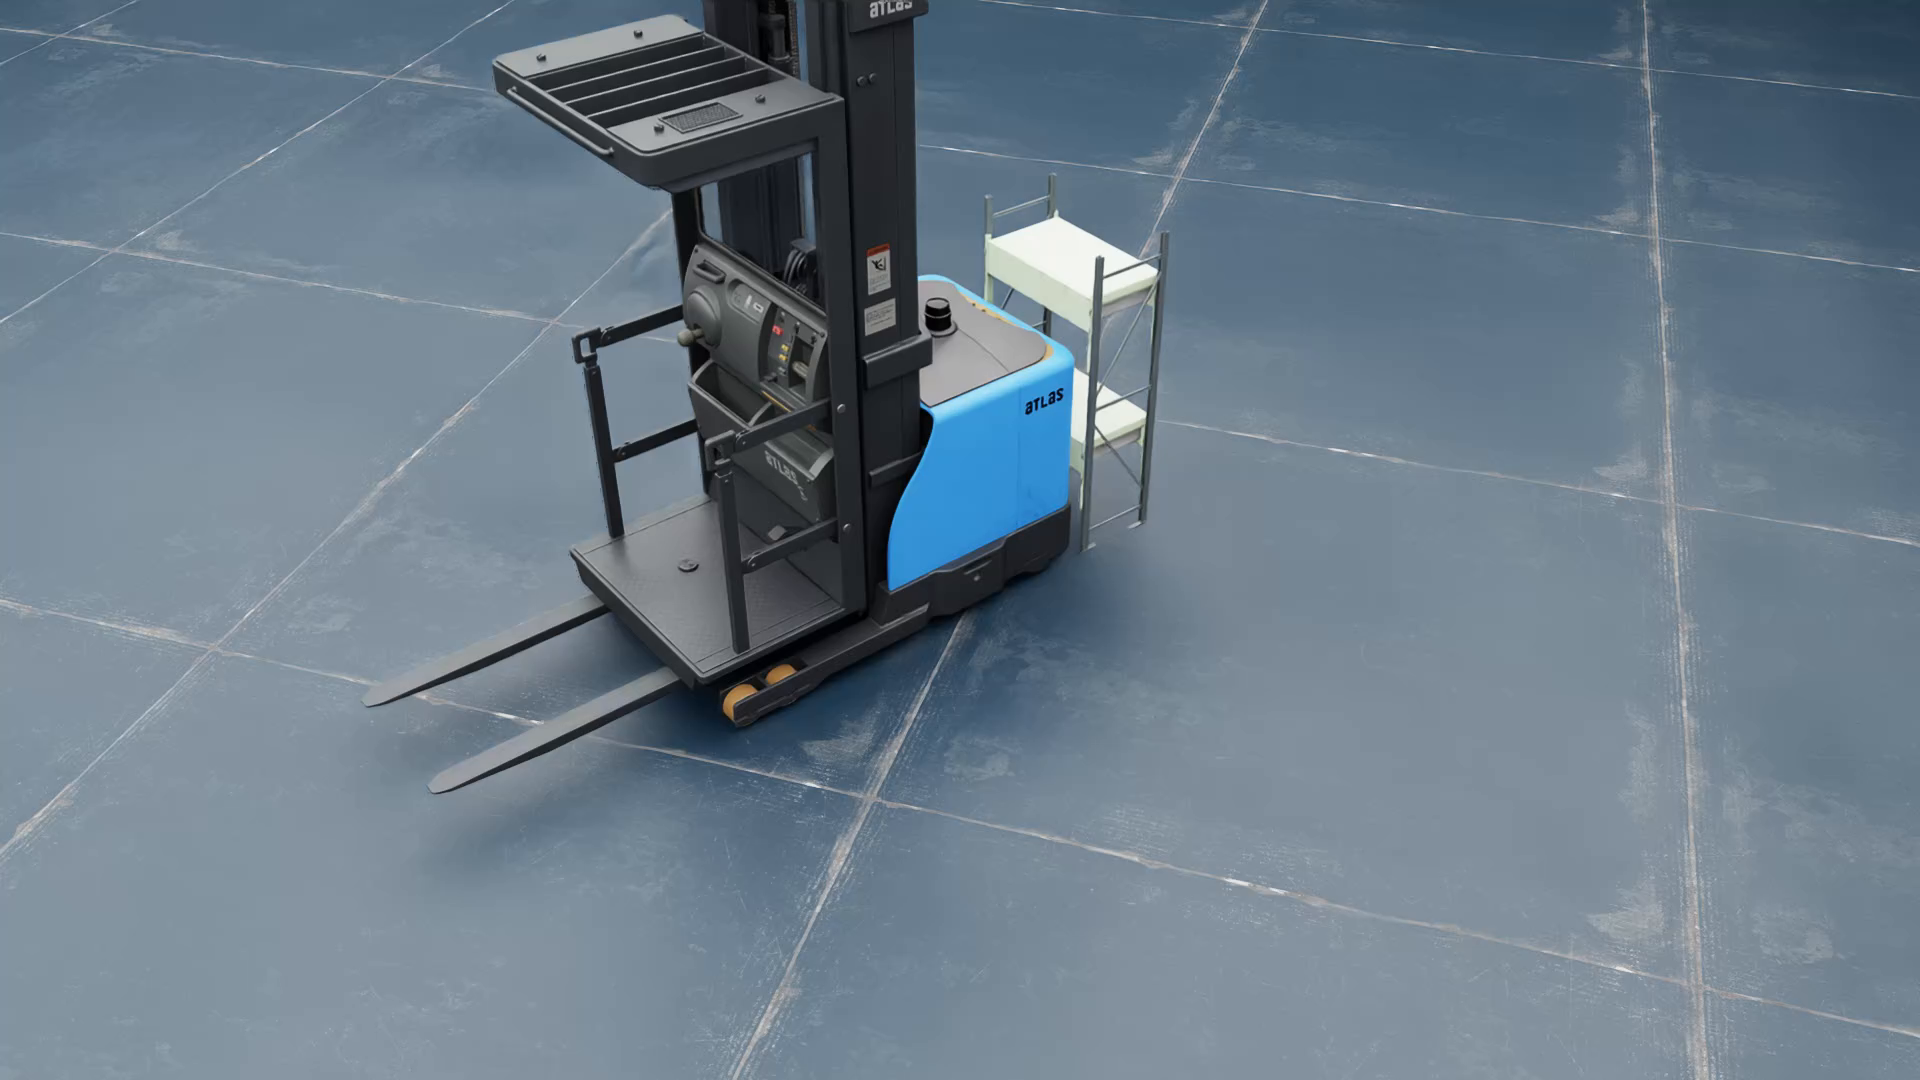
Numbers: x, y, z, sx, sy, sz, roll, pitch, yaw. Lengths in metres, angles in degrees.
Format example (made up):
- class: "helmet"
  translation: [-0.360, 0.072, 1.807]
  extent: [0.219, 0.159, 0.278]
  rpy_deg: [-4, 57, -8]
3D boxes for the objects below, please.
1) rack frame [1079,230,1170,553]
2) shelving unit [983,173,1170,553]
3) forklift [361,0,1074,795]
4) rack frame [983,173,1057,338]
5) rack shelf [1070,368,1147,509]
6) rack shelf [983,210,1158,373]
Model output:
- class: "rack frame"
  translation: [0.716, -0.620, 7.326]
  extent: [0.400, 1.500, 0.023]
  rpy_deg: [-24, 43, -29]
- class: "shelving unit"
  translation: [0.493, -0.792, 7.560]
  extent: [0.431, 1.500, 0.755]
  rpy_deg: [-24, 43, -29]
- class: "forklift"
  translation: [-0.965, -0.784, 6.343]
  extent: [3.031, 2.935, 1.130]
  rpy_deg: [-25, 43, -30]
- class: "rack frame"
  translation: [0.270, -0.964, 7.794]
  extent: [0.400, 1.500, 0.023]
  rpy_deg: [-24, 43, -29]
- class: "rack shelf"
  translation: [0.493, -0.529, 7.753]
  extent: [0.431, 0.370, 0.720]
  rpy_deg: [-24, 43, -29]
- class: "rack shelf"
  translation: [0.493, -1.106, 7.329]
  extent: [0.431, 0.370, 0.720]
  rpy_deg: [-24, 43, -29]
